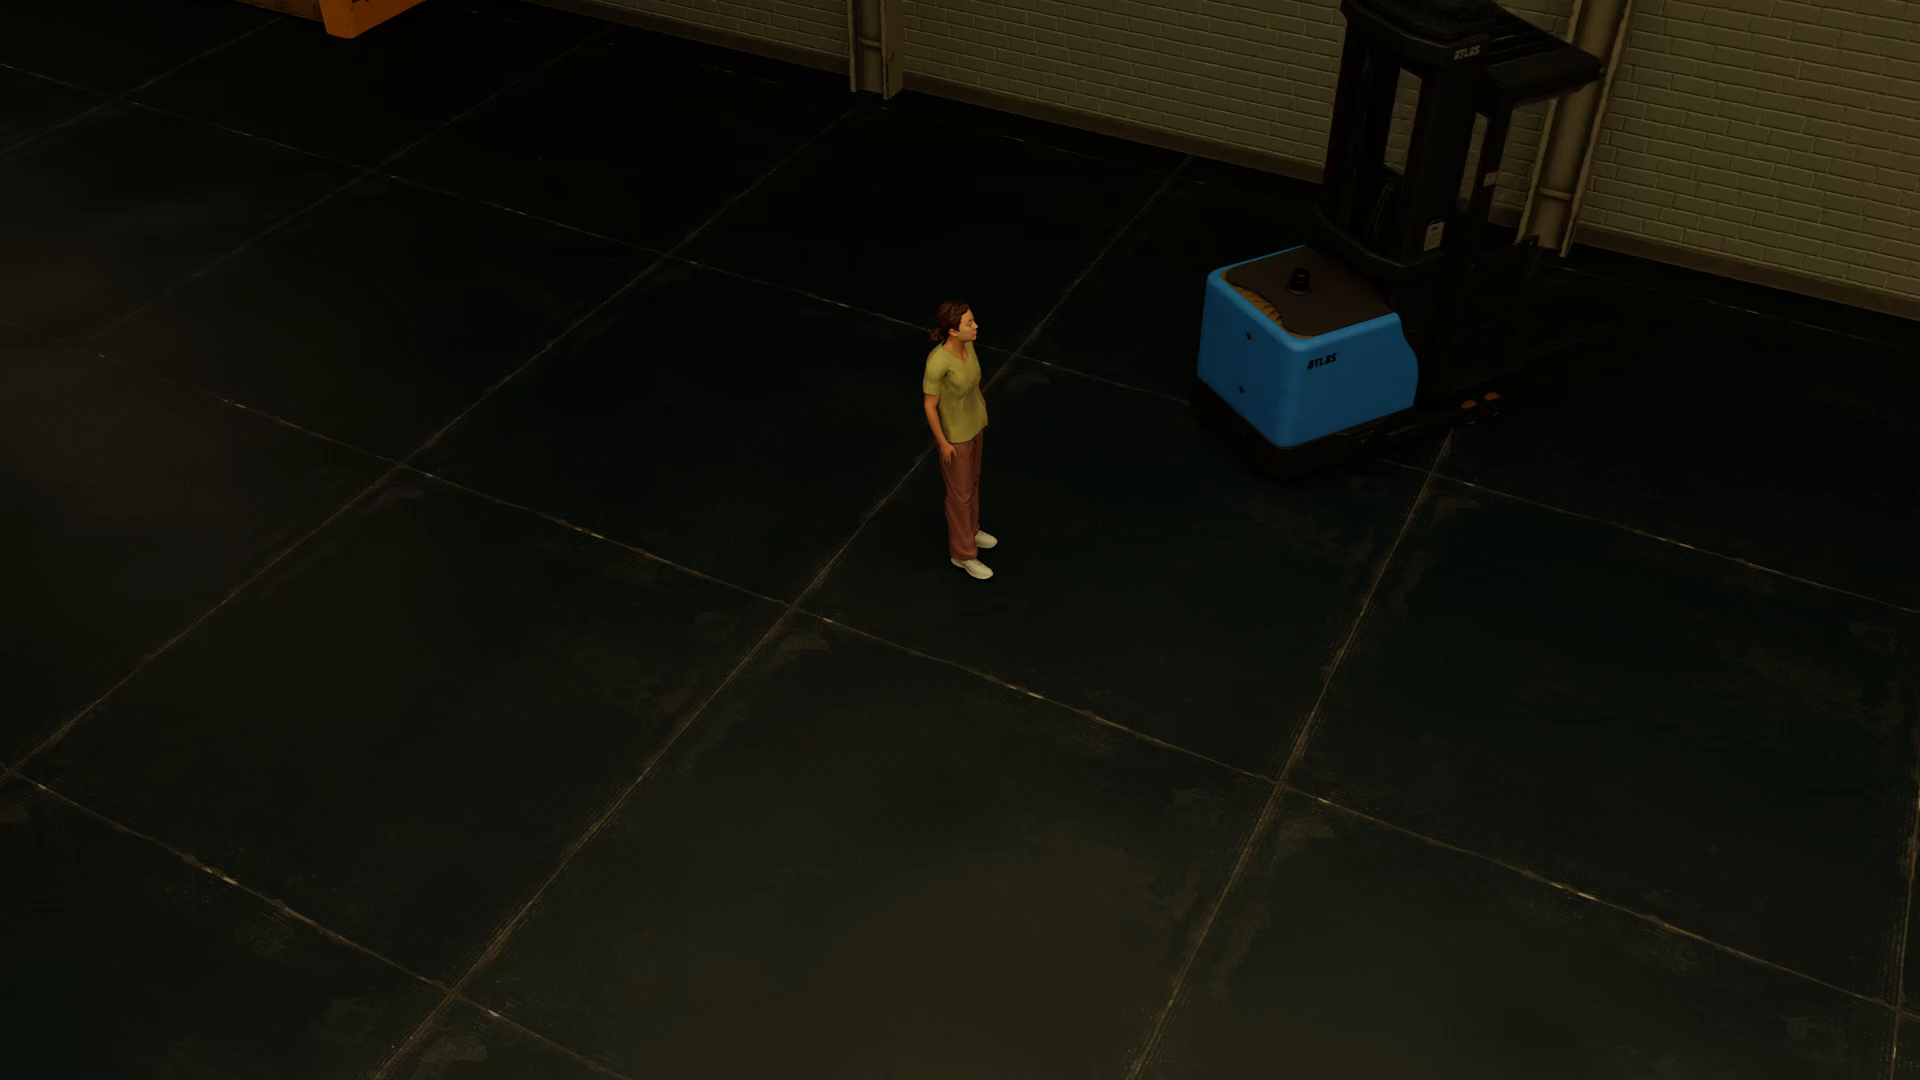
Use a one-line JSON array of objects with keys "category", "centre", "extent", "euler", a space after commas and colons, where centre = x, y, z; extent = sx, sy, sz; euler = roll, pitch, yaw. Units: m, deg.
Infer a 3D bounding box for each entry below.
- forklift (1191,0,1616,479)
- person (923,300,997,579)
[{"category": "forklift", "centre": [3.113, -2.180, 10.575], "extent": [3.031, 2.935, 1.130], "euler": [-18, 43, -21]}, {"category": "person", "centre": [0.061, -0.618, 9.684], "extent": [0.548, 1.673, 0.554], "euler": [18, 43, 21]}]
